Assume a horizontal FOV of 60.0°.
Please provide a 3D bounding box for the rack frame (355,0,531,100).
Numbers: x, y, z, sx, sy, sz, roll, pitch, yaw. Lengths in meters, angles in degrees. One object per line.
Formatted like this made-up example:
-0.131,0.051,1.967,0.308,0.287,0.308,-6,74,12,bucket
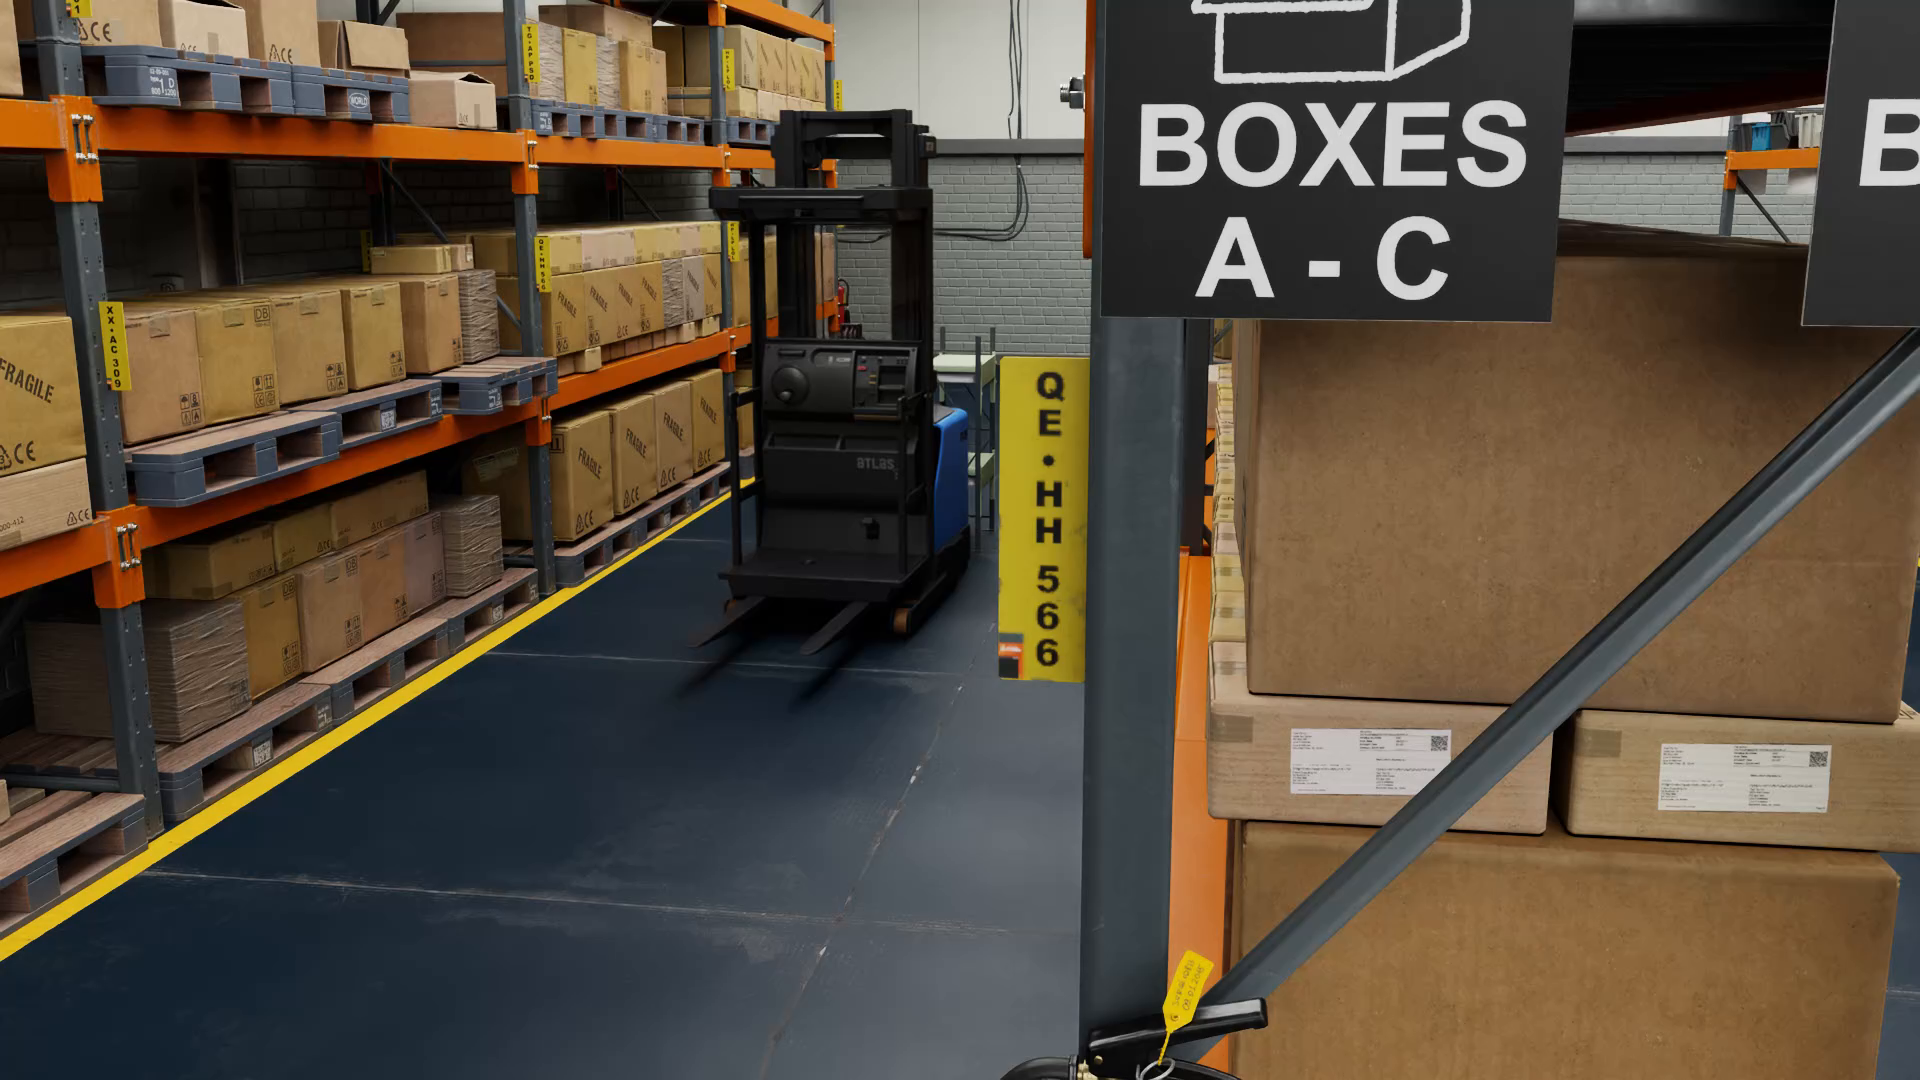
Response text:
-3.042,-4.073,9.532,1.000,3.000,0.127,2,12,9,rack frame

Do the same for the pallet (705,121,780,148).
-2.101,-3.819,15.684,1.003,0.211,1.213,2,12,9,pallet

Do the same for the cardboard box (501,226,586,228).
-2.986,-2.134,12.004,0.500,0.250,0.500,2,12,7,cardboard box

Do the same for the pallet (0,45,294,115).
-3.457,-1.807,6.584,1.213,0.211,1.003,2,12,9,pallet

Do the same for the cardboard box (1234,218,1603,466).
0.944,-0.425,3.528,0.700,0.500,0.500,2,12,9,cardboard box

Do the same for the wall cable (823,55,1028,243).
-0.589,-5.386,22.996,3.097,2.526,0.112,2,12,9,wall cable

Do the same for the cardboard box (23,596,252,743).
-3.561,0.546,7.230,0.700,0.500,0.500,2,12,11,cardboard box

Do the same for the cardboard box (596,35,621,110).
-2.833,-3.303,11.799,0.700,0.500,0.500,2,12,9,cardboard box

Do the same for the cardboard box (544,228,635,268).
-2.563,-2.013,11.443,0.500,0.250,0.500,2,12,9,cardboard box

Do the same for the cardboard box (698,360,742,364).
-2.271,-1.619,15.783,0.380,0.149,0.250,2,12,9,cardboard box

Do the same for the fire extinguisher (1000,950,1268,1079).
0.145,0.732,1.659,0.296,0.674,0.183,2,12,9,fire extinguisher

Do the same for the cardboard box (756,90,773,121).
-1.968,-3.861,14.790,0.500,0.250,0.500,2,12,7,cardboard box

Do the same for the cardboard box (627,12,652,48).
-2.692,-3.891,12.745,0.500,0.250,0.500,3,12,13,cardboard box

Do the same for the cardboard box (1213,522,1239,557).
0.612,0.073,2.757,0.380,0.149,0.250,2,12,9,cardboard box

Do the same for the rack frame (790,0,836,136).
-1.812,-5.738,17.259,1.000,3.000,0.127,2,12,9,rack frame

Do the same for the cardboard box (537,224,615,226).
-2.901,-2.242,12.508,0.500,0.250,0.500,1,12,7,cardboard box

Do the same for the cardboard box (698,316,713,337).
-2.215,-1.727,13.435,0.380,0.149,0.250,2,12,10,cardboard box

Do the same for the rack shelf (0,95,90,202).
-3.965,-1.006,4.128,1.077,0.370,4.000,2,12,9,rack shelf

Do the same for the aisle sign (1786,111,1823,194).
8.278,-3.761,16.153,0.394,0.787,0.004,2,12,9,aisle sign

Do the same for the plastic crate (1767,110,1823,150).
7.471,-3.611,14.658,0.504,0.338,0.767,2,12,9,plastic crate

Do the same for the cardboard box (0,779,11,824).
-3.710,0.975,6.031,0.380,0.166,0.250,0,12,1,cardboard box

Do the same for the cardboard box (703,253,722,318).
-2.249,-2.073,13.500,0.500,0.500,0.500,2,12,8,cardboard box

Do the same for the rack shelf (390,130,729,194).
-2.735,-2.671,11.855,1.077,0.370,4.000,2,12,9,rack shelf

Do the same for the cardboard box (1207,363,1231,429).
1.524,-0.757,8.597,0.500,0.311,0.500,2,12,8,cardboard box

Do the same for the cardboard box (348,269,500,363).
-3.105,-1.306,9.651,0.700,0.500,0.500,0,12,2,cardboard box

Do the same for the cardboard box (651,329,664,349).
-2.438,-1.517,12.462,0.380,0.149,0.250,2,12,7,cardboard box

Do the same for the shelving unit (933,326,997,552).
-0.001,-0.732,11.829,0.431,1.500,0.755,2,12,9,shelving unit

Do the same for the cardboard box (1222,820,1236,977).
0.783,0.430,2.641,0.700,0.500,0.500,2,12,10,cardboard box

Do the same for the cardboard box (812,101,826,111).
-1.662,-4.292,16.789,0.500,0.250,0.500,2,12,10,cardboard box

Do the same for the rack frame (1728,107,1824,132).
7.977,-5.417,15.770,1.000,3.000,0.127,2,12,9,rack frame

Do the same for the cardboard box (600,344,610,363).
-2.643,-1.304,11.471,0.380,0.149,0.250,2,12,10,cardboard box

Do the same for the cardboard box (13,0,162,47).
-3.494,-2.139,6.445,0.500,0.500,0.500,4,13,17,cardboard box

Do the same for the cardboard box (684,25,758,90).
-2.040,-4.126,14.240,0.500,0.500,0.500,2,12,8,cardboard box

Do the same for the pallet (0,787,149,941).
-3.726,1.197,5.940,1.003,0.211,1.213,2,12,9,pallet

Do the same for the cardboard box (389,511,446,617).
-3.296,0.122,9.197,0.700,0.500,0.500,2,12,9,cardboard box

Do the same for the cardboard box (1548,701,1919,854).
0.896,0.244,1.963,0.380,0.149,0.250,2,12,8,cardboard box

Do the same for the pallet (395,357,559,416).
-3.047,-0.895,9.479,1.213,0.211,1.003,2,12,9,pallet

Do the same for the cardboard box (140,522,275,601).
-3.496,0.087,7.577,0.500,0.250,0.500,2,12,7,cardboard box

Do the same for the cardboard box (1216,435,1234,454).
0.770,-0.141,3.753,0.380,0.149,0.250,2,12,8,cardboard box

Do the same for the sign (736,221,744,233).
-2.359,-3.287,17.881,0.100,0.325,0.005,2,12,9,sign

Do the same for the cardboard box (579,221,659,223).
-2.755,-2.456,13.499,0.500,0.250,0.500,2,12,10,cardboard box

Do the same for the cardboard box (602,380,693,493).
-2.532,-0.803,12.703,0.750,0.750,0.750,2,12,10,cardboard box

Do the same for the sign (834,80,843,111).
-1.278,-4.645,17.395,0.100,0.325,0.005,2,12,9,sign

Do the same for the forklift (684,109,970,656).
-0.748,-0.971,9.543,1.130,2.935,3.031,3,12,12,forklift

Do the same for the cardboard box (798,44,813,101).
-1.743,-4.554,16.227,0.500,0.500,0.500,2,12,10,cardboard box

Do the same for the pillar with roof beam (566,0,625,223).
1.080,-4.940,13.554,9.100,9.000,0.400,2,12,9,pillar with roof beam

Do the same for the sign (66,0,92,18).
-3.120,-2.011,5.855,0.100,0.325,0.005,2,12,9,sign

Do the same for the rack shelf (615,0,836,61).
-2.120,-4.775,15.445,1.077,0.370,4.000,2,12,9,rack shelf

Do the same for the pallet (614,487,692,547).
-2.657,-0.192,12.383,1.003,0.211,1.213,2,12,9,pallet

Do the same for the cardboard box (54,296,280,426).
-3.453,-0.792,7.268,0.700,0.500,0.500,3,13,14,cardboard box

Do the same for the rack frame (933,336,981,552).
-0.057,-0.656,11.475,0.400,1.500,0.023,2,12,9,rack frame

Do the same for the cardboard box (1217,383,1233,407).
0.929,-0.358,4.757,0.380,0.149,0.250,2,12,7,cardboard box

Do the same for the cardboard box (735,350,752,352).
-2.115,-1.832,16.770,0.380,0.149,0.250,2,12,9,cardboard box

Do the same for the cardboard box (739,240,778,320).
-2.210,-2.384,15.221,0.980,0.700,0.700,2,12,7,cardboard box

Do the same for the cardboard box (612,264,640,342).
-2.548,-1.649,11.534,0.500,0.500,0.500,2,12,8,cardboard box
